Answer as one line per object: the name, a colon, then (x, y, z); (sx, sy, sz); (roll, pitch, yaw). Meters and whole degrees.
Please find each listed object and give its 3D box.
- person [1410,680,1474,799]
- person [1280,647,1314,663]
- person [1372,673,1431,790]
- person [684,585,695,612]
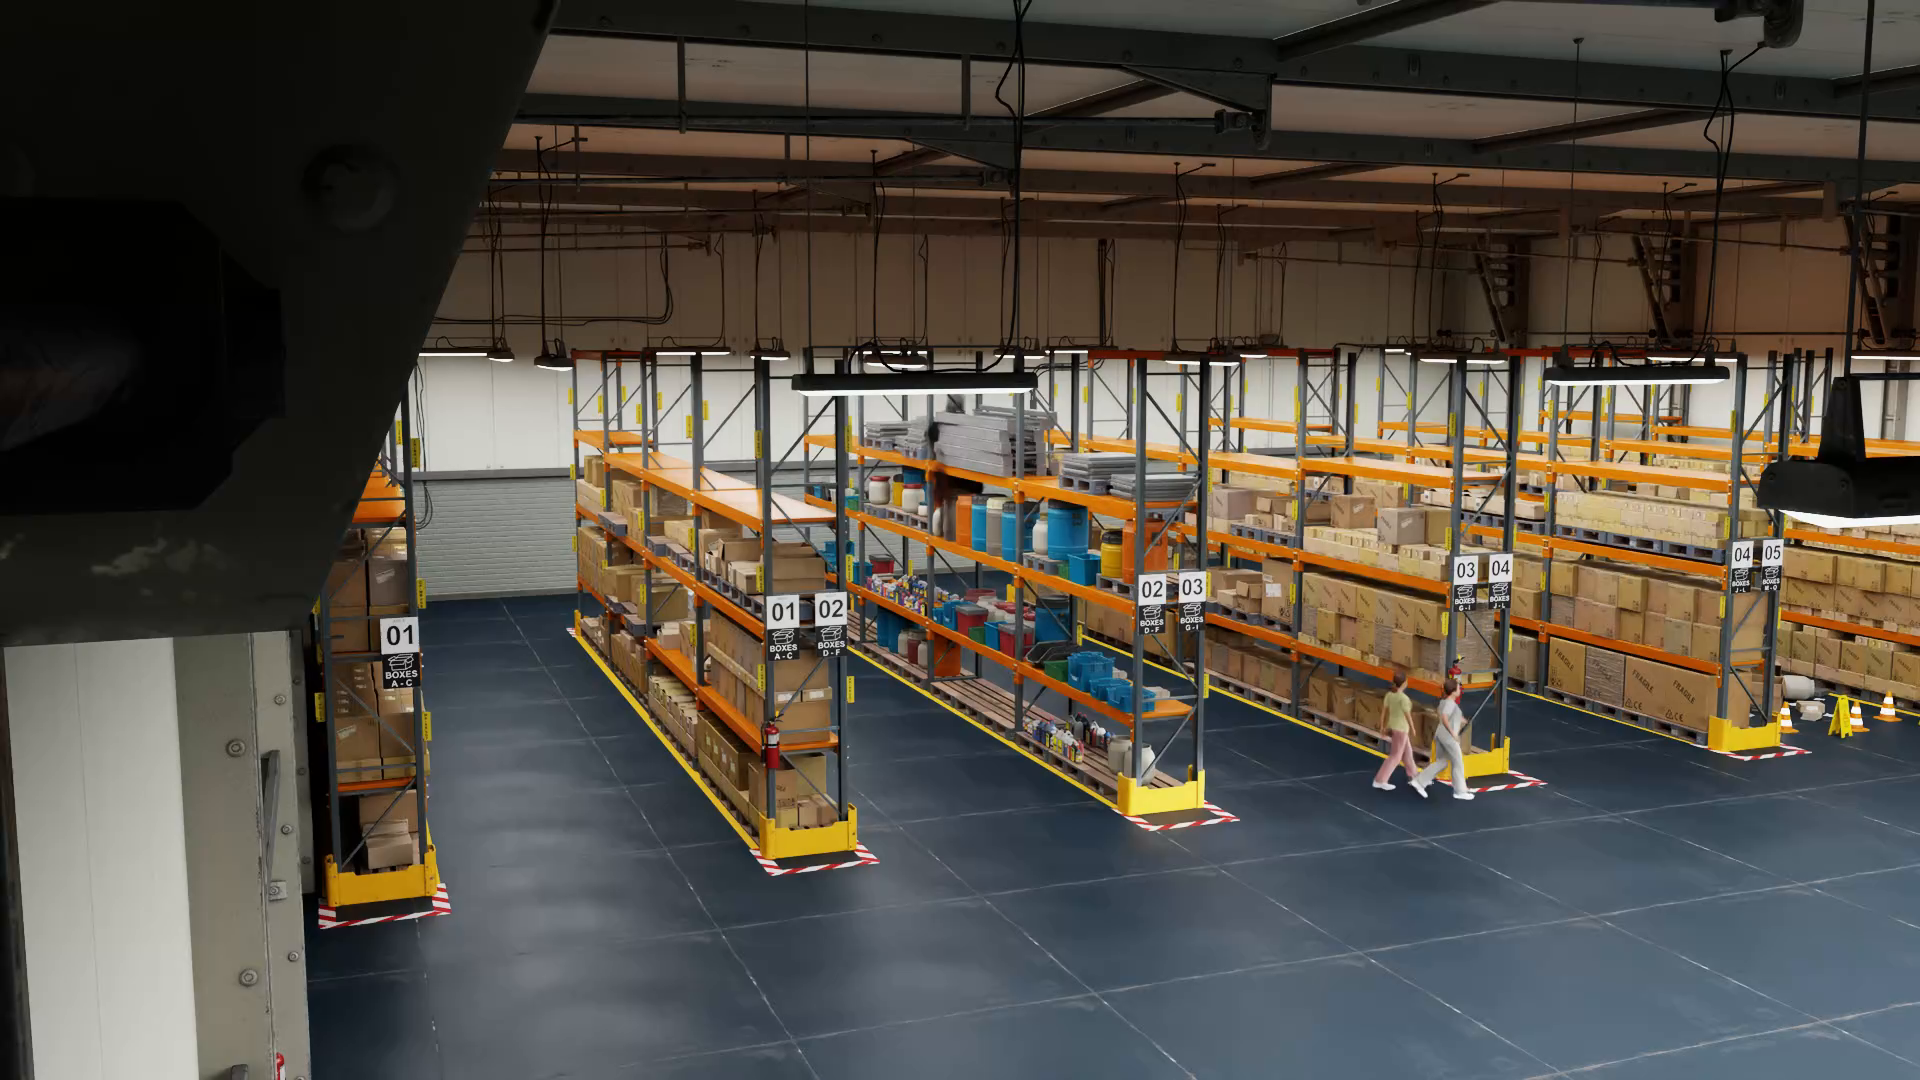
person: (6.561, 2.704, 22.455); (0.899, 1.656, 0.573); (-1, 7, -5)
person: (6.394, 1.619, 31.185); (0.654, 1.704, 0.880); (-4, 8, -27)
person: (6.137, 2.647, 23.175); (0.880, 1.624, 0.456); (-2, 8, -19)
person: (-5.622, 1.156, 34.785); (0.683, 1.740, 0.616); (-4, 8, -31)
